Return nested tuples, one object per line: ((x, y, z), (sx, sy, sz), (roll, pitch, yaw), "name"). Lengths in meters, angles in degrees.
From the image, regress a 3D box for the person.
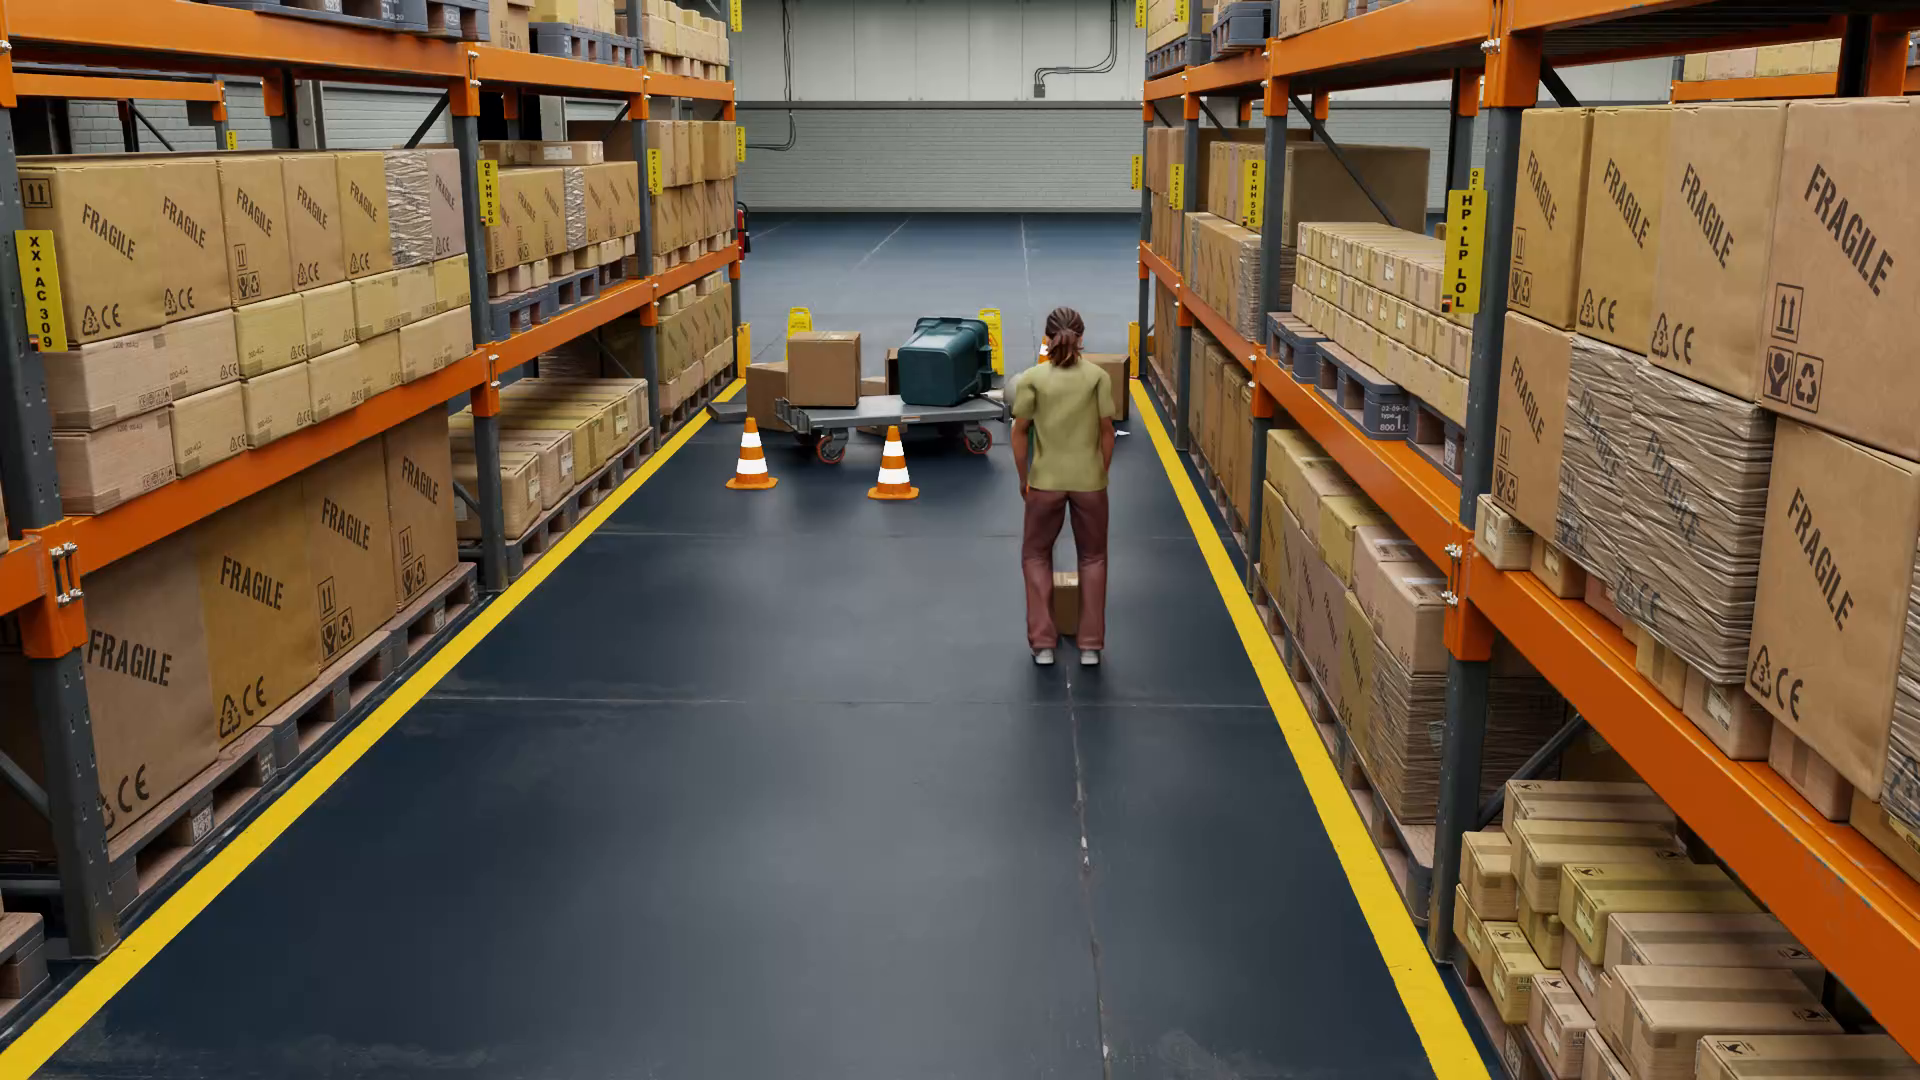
((0.466, -0.239, 7.581), (0.470, 1.627, 0.385), (1, 14, 3), "person")
